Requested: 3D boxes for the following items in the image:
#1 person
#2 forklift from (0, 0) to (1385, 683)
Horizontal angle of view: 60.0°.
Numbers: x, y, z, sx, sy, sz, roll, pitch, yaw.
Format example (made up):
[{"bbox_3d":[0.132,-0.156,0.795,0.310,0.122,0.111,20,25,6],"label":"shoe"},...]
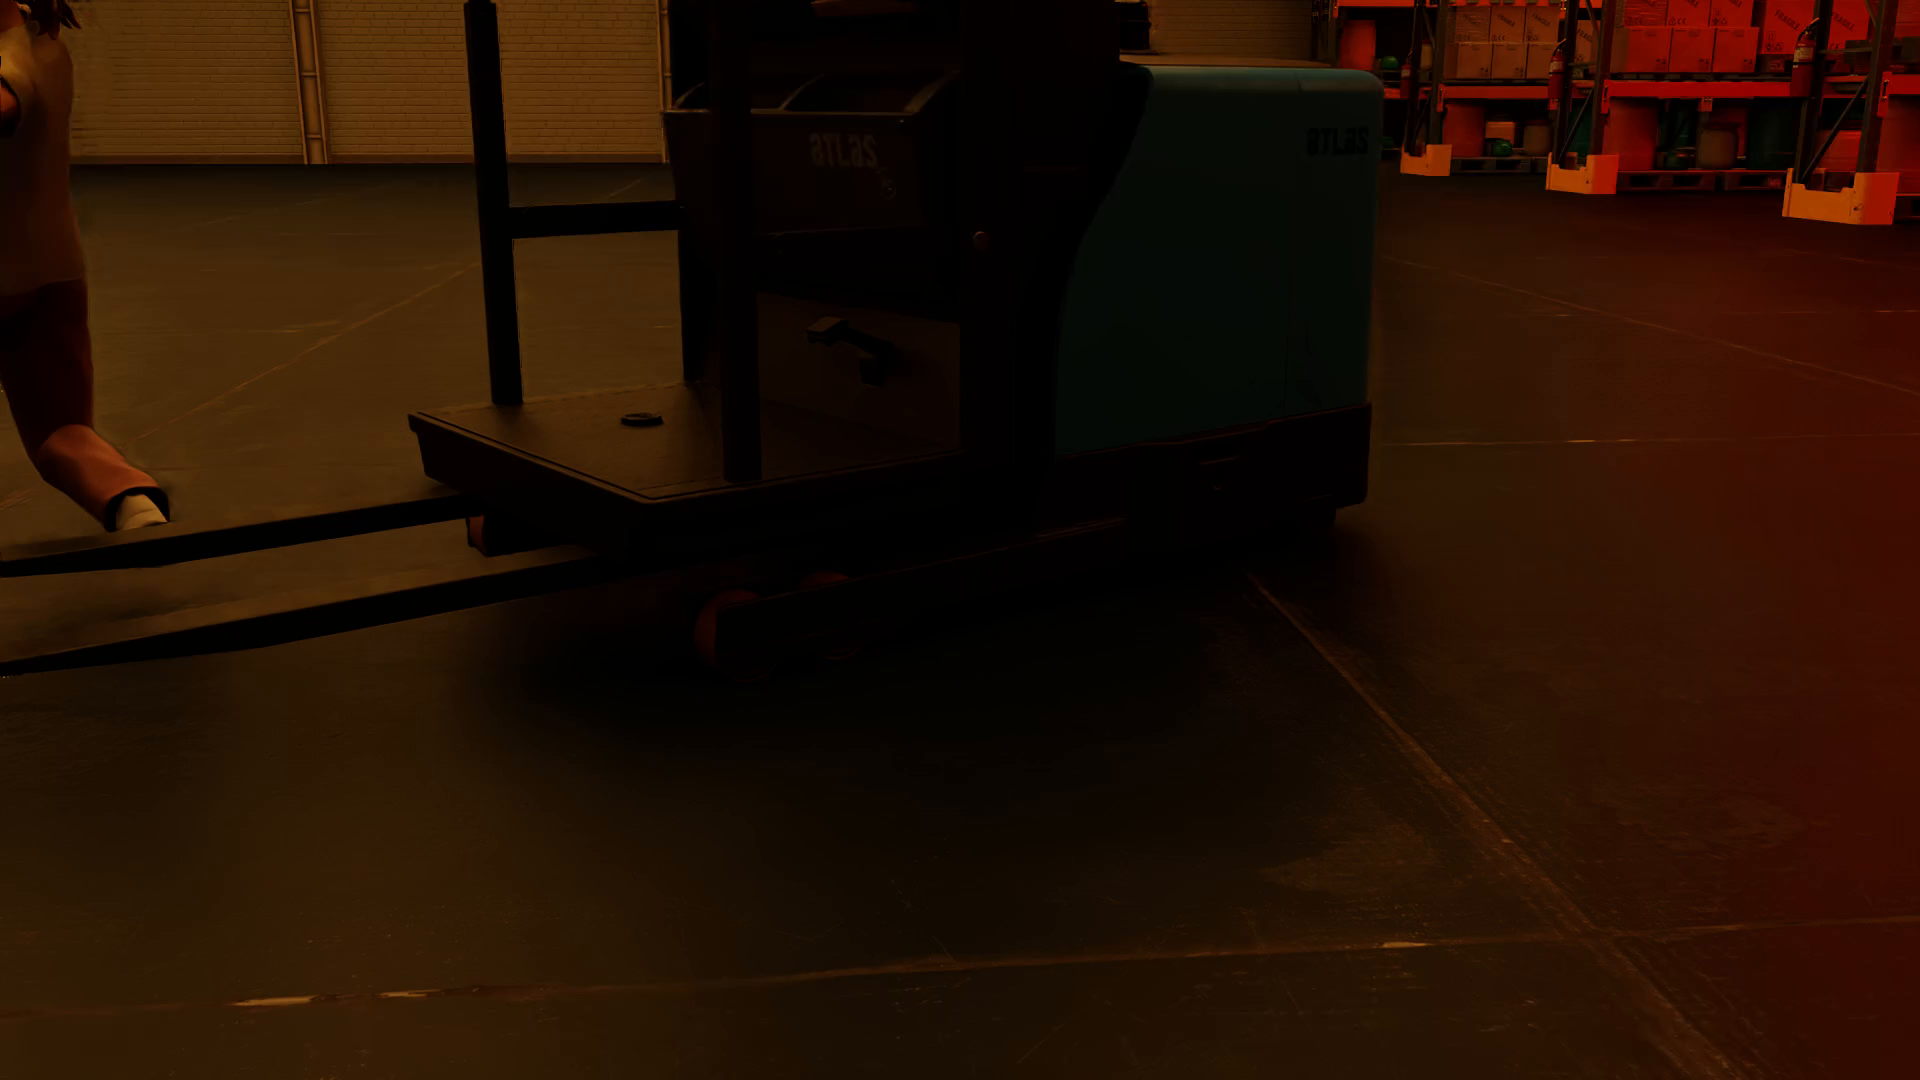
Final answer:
[{"bbox_3d":[-2.088,-0.563,3.244,0.944,1.379,0.866,4,15,14],"label":"person"},{"bbox_3d":[-0.482,-1.313,3.167,3.031,2.935,1.130,-11,19,-37],"label":"forklift"}]
